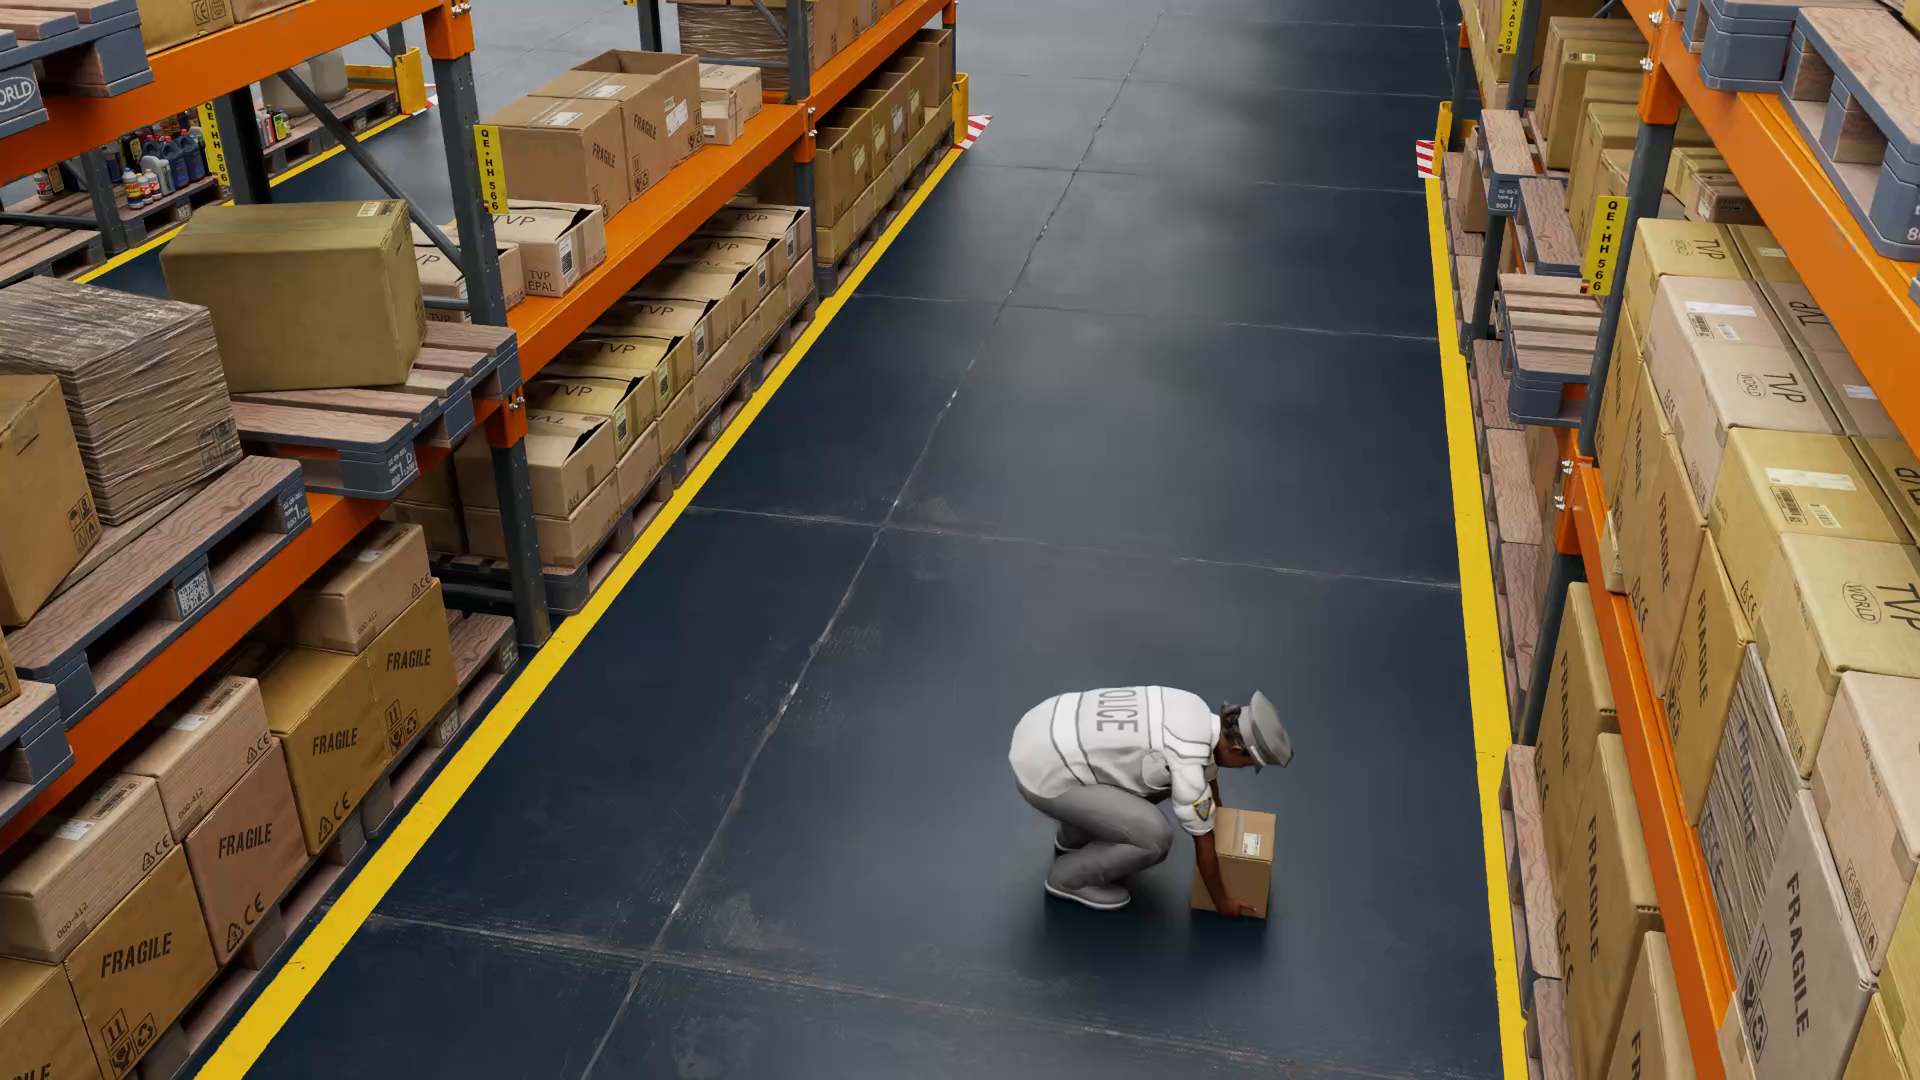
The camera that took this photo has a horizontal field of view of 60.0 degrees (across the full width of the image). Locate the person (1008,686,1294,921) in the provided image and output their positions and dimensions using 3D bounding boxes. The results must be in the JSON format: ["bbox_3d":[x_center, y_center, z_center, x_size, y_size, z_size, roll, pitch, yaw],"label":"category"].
[{"bbox_3d":[0.628,0.845,5.551,0.923,0.773,0.456,5,29,9],"label":"person"}]
